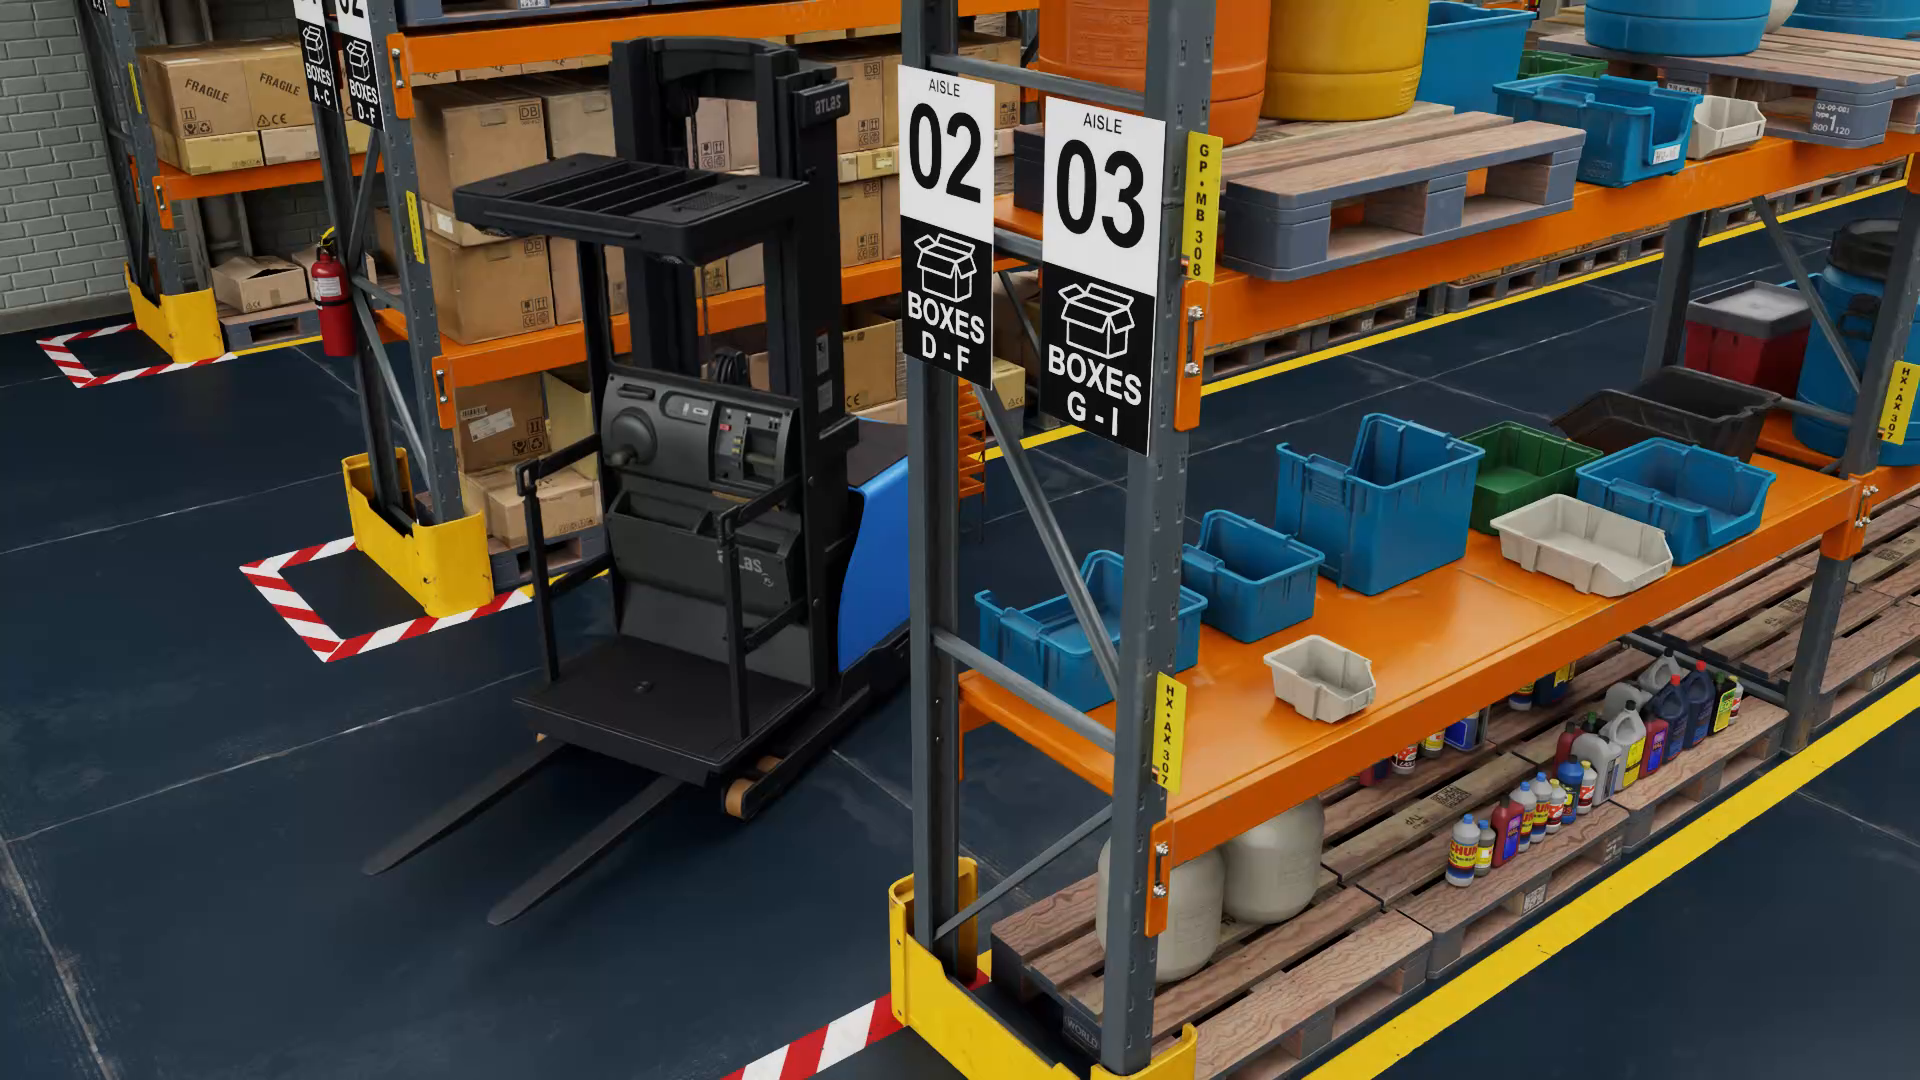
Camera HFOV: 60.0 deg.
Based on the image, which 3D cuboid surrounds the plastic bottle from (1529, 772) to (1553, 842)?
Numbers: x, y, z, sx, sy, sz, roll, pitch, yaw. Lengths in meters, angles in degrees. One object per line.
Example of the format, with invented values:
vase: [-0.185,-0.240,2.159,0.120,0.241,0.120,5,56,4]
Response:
plastic bottle: [2.169,0.997,6.257,0.097,0.271,0.097,0,25,0]

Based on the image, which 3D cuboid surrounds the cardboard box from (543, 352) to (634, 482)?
cardboard box: [-1.901,-0.679,9.028,0.500,0.500,0.500,-18,31,-34]

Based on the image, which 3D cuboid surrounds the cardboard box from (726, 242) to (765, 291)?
cardboard box: [-1.260,-1.765,9.372,0.500,0.500,0.700,-17,30,-33]

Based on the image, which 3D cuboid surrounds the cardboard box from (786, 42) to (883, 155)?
cardboard box: [-0.841,-2.494,9.401,0.500,0.500,0.700,-18,31,-34]

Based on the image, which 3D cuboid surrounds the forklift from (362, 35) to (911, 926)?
forklift: [-1.183,-0.406,6.643,1.130,2.935,3.031,13,28,26]

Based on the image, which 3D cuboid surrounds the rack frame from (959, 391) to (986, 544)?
rack frame: [0.061,-0.564,9.041,0.006,1.200,0.240,-18,31,-34]

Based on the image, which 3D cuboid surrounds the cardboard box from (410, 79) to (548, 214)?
cardboard box: [-2.435,-1.965,8.260,0.500,0.500,0.700,-18,30,-34]

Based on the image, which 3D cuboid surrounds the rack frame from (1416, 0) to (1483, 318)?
rack frame: [3.443,-3.278,12.750,0.127,3.000,1.000,-18,31,-34]

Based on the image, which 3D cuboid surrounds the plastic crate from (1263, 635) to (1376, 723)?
plastic crate: [1.104,0.436,5.061,0.250,0.136,0.298,-18,31,-34]

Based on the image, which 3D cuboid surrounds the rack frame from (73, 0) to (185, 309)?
rack frame: [-5.912,-2.840,11.806,0.127,3.000,1.000,-18,31,-34]

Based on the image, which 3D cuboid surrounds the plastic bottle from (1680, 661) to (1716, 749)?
plastic bottle: [3.020,0.668,6.872,0.185,0.351,0.144,-19,31,-35]

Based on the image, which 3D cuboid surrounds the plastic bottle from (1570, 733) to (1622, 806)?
plastic bottle: [2.485,0.876,6.512,0.135,0.276,0.152,-18,30,-33]

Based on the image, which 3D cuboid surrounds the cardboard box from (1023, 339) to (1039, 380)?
cardboard box: [0.766,-1.205,11.051,0.500,0.250,0.500,-19,31,-35]

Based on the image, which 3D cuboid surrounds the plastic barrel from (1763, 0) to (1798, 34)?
plastic barrel: [2.889,-2.152,6.129,0.421,0.512,0.421,0,25,0]

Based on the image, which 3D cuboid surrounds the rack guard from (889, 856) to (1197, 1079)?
rack guard: [0.232,1.540,5.337,0.348,0.500,1.175,-18,31,-34]

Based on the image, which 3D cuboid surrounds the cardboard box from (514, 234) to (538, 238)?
cardboard box: [-2.204,-1.640,8.330,0.250,0.149,0.380,-19,31,-35]

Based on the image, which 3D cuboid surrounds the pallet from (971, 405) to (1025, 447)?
pallet: [-0.356,-0.782,10.683,1.213,0.211,1.003,-18,31,-34]

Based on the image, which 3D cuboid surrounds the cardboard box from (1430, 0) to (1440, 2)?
cardboard box: [5.112,-6.609,19.571,0.700,0.700,0.980,-20,32,-36]

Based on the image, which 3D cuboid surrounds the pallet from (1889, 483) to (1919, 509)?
pallet: [5.863,-0.183,9.393,1.213,0.211,1.003,-18,31,-34]

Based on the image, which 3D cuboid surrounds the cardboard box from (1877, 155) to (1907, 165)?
cardboard box: [9.463,-4.199,17.181,0.500,0.500,0.500,-18,31,-34]

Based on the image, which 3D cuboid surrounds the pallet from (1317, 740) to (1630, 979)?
pallet: [1.834,1.147,6.528,1.213,0.211,1.003,-18,31,-34]

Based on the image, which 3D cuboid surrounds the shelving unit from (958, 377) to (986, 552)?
shelving unit: [-0.011,-0.540,8.989,0.189,1.200,0.258,-18,31,-34]

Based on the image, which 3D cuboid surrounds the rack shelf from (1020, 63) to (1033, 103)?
rack shelf: [-1.190,-4.072,15.316,4.000,0.370,1.077,-18,31,-34]

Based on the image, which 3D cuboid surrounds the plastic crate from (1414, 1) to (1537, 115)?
plastic crate: [1.516,-1.507,5.389,0.575,0.384,0.392,-18,31,-34]

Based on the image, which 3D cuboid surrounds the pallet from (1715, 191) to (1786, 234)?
pallet: [7.132,-3.230,15.960,1.213,0.211,1.003,-18,31,-34]

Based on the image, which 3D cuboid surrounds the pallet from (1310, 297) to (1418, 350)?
pallet: [2.771,-1.812,12.904,1.213,0.211,1.003,-18,31,-34]

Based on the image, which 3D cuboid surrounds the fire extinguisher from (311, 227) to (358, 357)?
fire extinguisher: [-3.232,-1.288,8.554,0.183,0.674,0.296,-18,31,-34]

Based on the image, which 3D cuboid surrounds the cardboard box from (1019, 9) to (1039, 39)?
cardboard box: [0.924,-5.149,16.285,0.500,0.500,0.500,-17,30,-33]

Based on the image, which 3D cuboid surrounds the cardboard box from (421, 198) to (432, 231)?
cardboard box: [-2.669,-1.702,8.465,0.250,0.149,0.380,-19,31,-35]

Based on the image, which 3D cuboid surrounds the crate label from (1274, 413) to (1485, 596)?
crate label: [1.483,-0.142,5.950,0.616,0.435,0.502,-18,31,-34]

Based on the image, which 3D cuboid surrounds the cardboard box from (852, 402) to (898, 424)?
cardboard box: [-0.718,-0.728,10.023,0.500,0.250,0.500,-18,31,-34]

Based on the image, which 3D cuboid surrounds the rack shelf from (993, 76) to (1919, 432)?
rack shelf: [1.775,-1.112,5.374,4.000,0.370,1.077,-18,31,-34]

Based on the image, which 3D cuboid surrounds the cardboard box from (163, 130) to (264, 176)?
cardboard box: [-5.332,-2.803,11.880,0.500,0.250,0.500,-19,31,-35]

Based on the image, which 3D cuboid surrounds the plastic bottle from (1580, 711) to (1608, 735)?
plastic bottle: [2.532,0.805,6.657,0.133,0.283,0.061,-18,31,-34]

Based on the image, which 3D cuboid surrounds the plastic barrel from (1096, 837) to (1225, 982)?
plastic barrel: [0.672,1.184,5.593,0.421,0.512,0.421,0,25,0]

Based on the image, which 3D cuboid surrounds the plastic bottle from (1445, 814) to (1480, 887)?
plastic bottle: [1.821,1.112,6.009,0.097,0.271,0.097,0,25,0]

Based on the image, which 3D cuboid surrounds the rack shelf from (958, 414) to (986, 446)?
rack shelf: [-0.011,-0.609,8.958,0.180,0.103,0.258,-18,31,-34]

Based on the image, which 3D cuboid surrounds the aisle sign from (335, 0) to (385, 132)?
aisle sign: [-2.715,-2.261,7.470,0.004,0.787,0.394,-18,31,-34]

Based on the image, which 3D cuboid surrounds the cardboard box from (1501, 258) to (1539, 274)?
cardboard box: [4.386,-2.505,13.532,0.500,0.500,0.500,-20,31,-36]

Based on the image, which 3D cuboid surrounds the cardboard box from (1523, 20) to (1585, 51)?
cardboard box: [4.707,-3.889,13.449,0.500,0.500,0.700,-12,28,-24]

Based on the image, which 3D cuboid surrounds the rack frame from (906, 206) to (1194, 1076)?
rack frame: [0.201,0.442,4.735,0.127,3.000,1.000,-18,31,-34]

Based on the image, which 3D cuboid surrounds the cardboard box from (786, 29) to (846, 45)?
cardboard box: [-1.400,-4.569,14.890,0.500,0.500,0.700,-14,28,-27]

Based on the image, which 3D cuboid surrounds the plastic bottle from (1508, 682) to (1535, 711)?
plastic bottle: [2.418,0.591,7.132,0.097,0.271,0.097,0,25,0]

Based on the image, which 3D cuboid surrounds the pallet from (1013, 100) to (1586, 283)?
pallet: [0.913,-1.016,4.536,1.213,0.211,1.003,-18,31,-34]

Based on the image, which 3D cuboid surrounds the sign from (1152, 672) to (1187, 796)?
sign: [0.538,0.500,4.281,0.005,0.325,0.100,-18,31,-34]

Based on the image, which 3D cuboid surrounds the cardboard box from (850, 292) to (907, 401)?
cardboard box: [-0.335,-1.204,10.157,0.500,0.500,0.500,-18,31,-34]

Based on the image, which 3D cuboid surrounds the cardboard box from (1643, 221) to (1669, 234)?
cardboard box: [5.985,-3.034,14.671,0.500,0.500,0.500,-18,30,-34]

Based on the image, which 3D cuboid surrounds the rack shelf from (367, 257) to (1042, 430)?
rack shelf: [-1.278,-1.393,9.543,4.000,0.370,1.077,-18,31,-34]

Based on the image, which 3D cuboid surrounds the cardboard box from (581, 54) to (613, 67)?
cardboard box: [-2.945,-3.935,13.429,0.500,0.500,0.500,-18,31,-34]

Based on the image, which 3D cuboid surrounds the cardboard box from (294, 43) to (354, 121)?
cardboard box: [-4.545,-3.403,12.283,0.500,0.500,0.500,-19,31,-36]

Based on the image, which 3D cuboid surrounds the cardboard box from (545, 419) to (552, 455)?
cardboard box: [-2.226,-0.514,9.562,0.500,0.250,0.500,-18,31,-34]

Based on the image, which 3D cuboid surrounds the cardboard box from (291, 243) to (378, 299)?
cardboard box: [-4.863,-2.118,12.922,0.500,0.311,0.500,-15,29,-30]

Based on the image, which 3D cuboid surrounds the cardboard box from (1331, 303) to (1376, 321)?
cardboard box: [2.776,-1.869,12.481,0.500,0.250,0.500,-19,31,-35]

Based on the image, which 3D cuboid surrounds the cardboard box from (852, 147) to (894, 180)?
cardboard box: [-0.588,-2.173,9.480,0.250,0.149,0.380,-18,31,-34]
